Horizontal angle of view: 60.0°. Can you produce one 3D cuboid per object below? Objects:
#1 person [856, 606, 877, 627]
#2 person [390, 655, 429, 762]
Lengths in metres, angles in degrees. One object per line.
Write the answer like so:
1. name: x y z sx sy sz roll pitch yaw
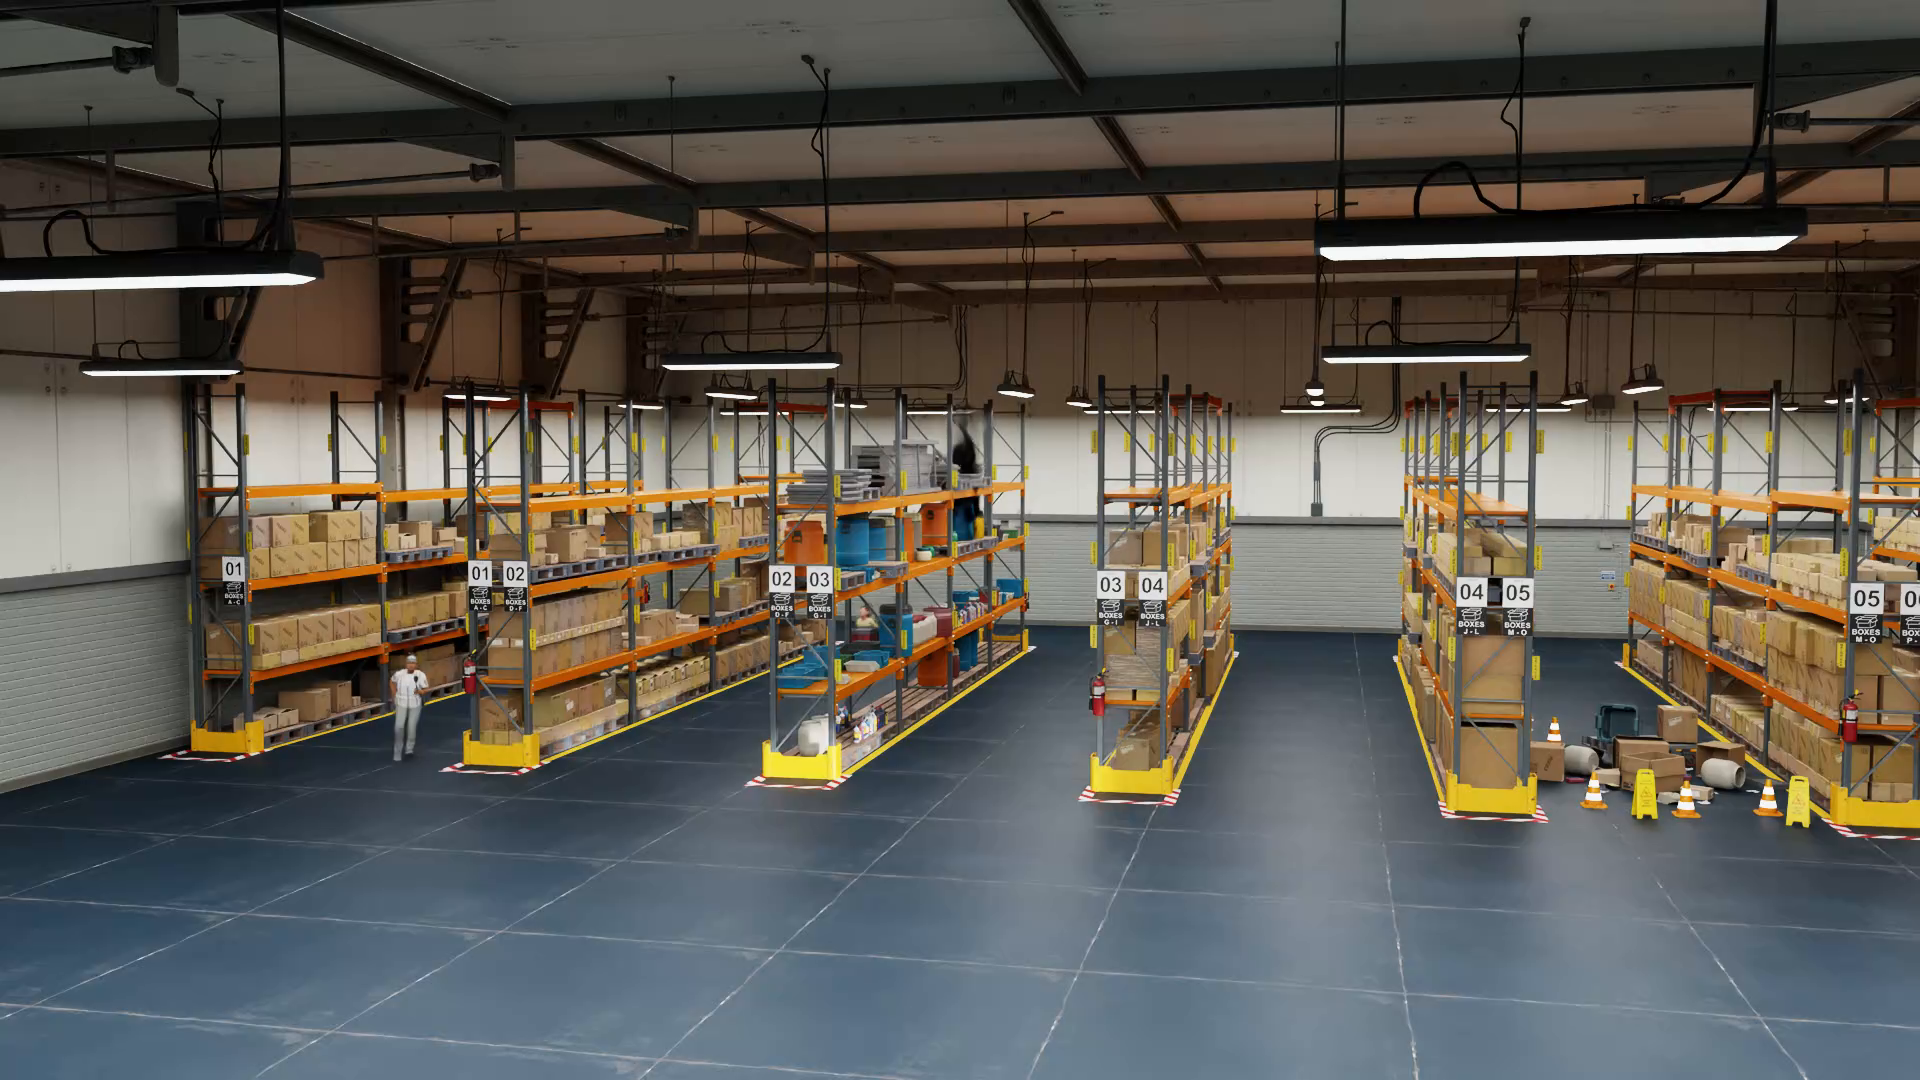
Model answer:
1. person: -1.991 2.205 34.881 0.570 1.575 0.564 1 4 23
2. person: -8.786 2.682 26.539 0.607 1.694 0.737 -1 3 -15
